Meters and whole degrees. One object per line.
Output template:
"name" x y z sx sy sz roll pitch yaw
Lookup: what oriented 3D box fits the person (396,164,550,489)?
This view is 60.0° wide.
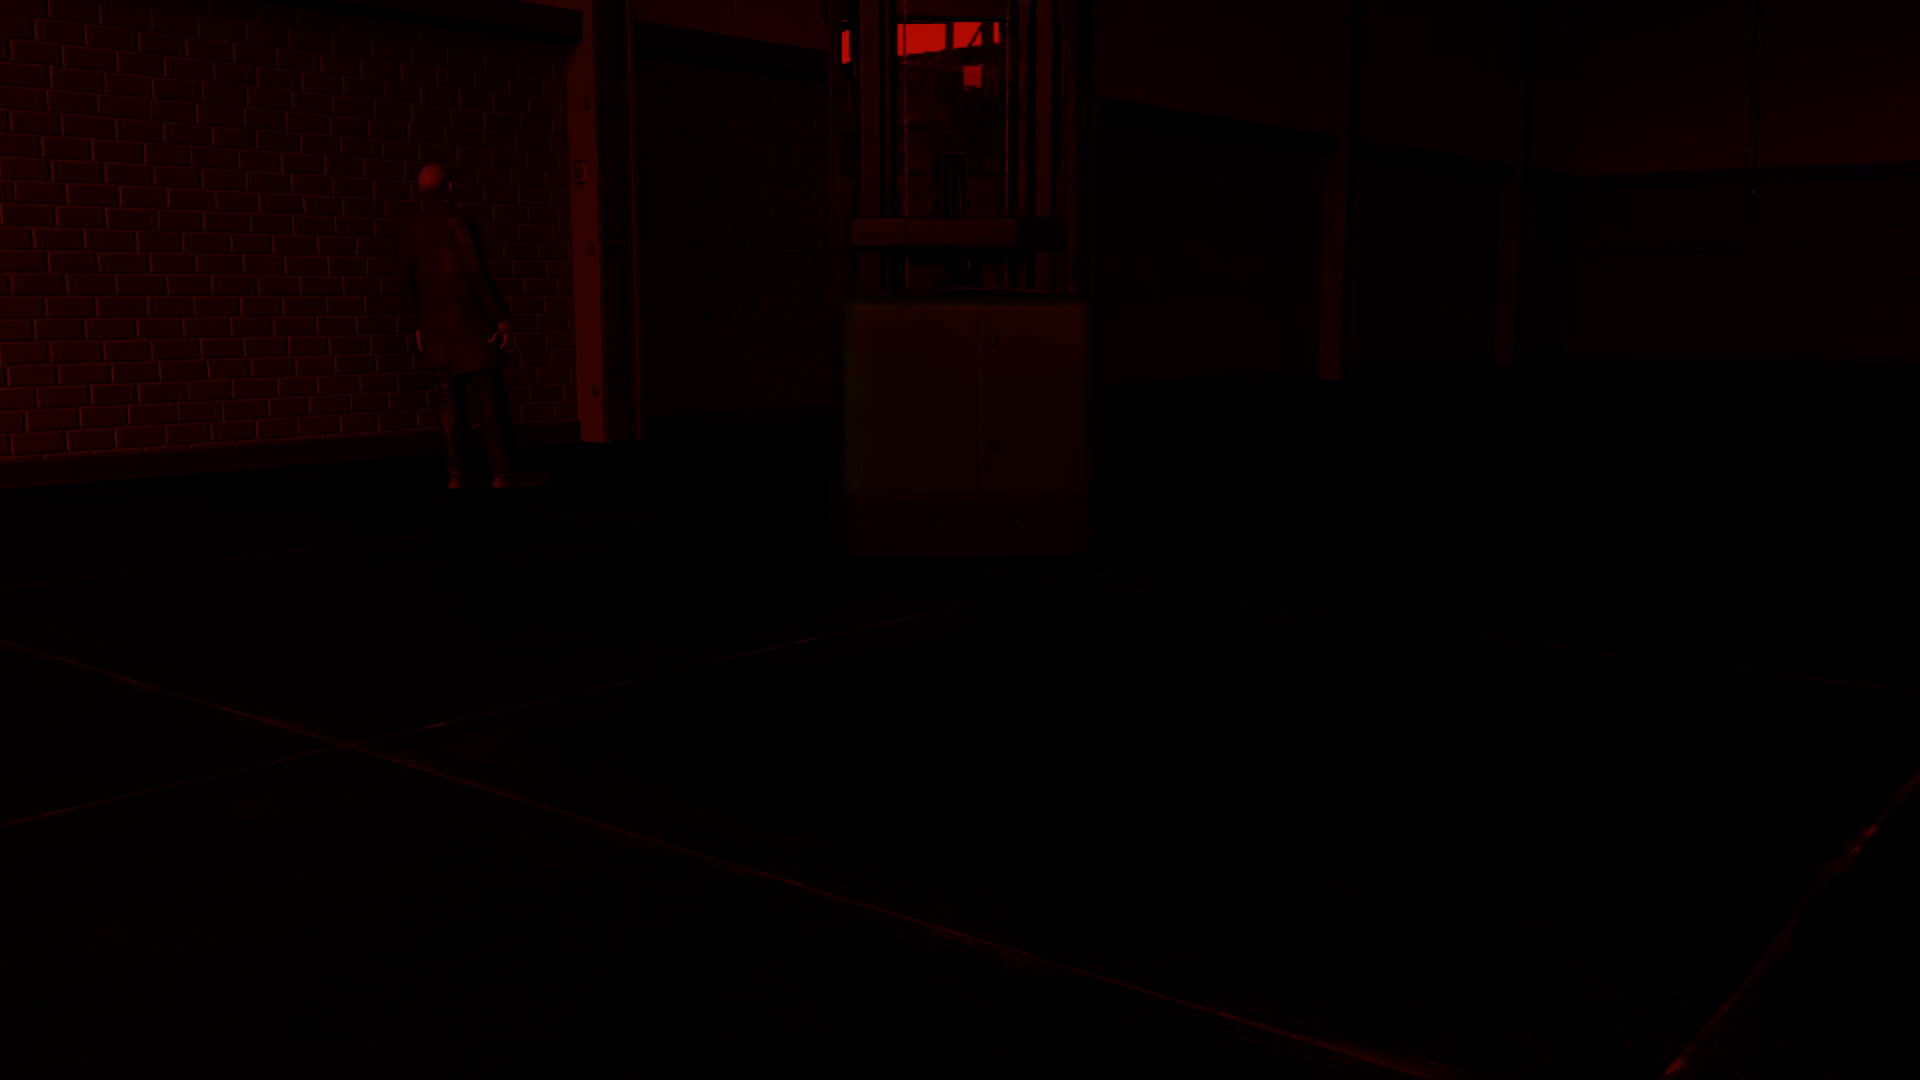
"person" -2.731 -1.175 9.243 0.696 1.776 0.583 4 9 25

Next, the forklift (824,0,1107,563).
"forklift" -0.074 -1.534 7.764 1.130 2.935 3.031 -1 8 -5
